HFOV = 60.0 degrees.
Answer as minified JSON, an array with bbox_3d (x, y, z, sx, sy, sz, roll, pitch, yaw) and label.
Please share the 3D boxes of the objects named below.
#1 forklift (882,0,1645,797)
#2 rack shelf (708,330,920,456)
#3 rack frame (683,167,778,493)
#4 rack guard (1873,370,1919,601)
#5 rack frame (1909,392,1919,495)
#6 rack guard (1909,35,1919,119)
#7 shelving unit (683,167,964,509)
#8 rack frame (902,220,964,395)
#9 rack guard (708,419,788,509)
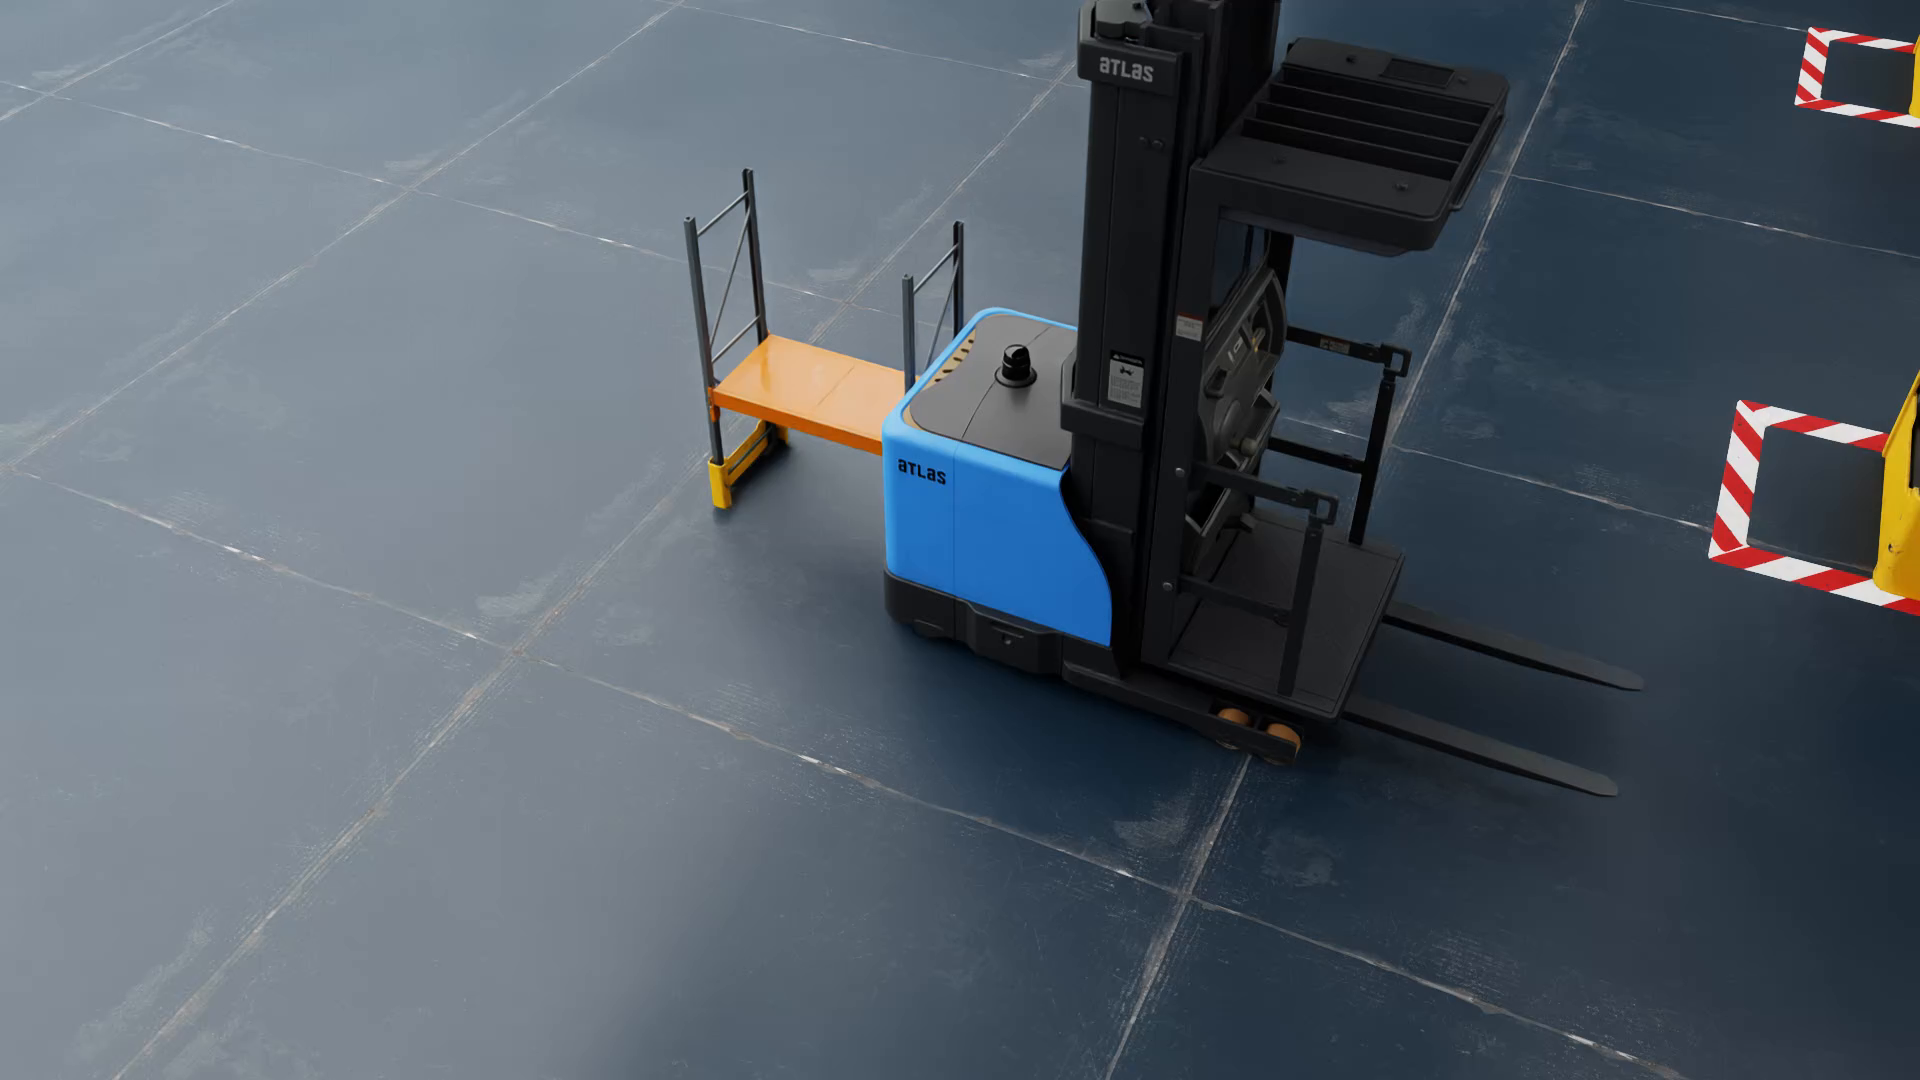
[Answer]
[{"bbox_3d":[1.230,-0.614,6.104,3.031,2.935,1.130,18,44,19],"label":"forklift"},{"bbox_3d":[-0.563,-0.616,7.475,1.000,0.185,0.538,18,44,19],"label":"rack shelf"},{"bbox_3d":[-1.020,-0.898,7.525,0.032,1.500,0.500,18,44,19],"label":"rack frame"},{"bbox_3d":[4.456,-0.273,7.567,0.348,0.500,1.175,17,44,19],"label":"rack guard"},{"bbox_3d":[4.387,-1.238,6.773,0.127,3.000,1.000,17,44,19],"label":"rack frame"},{"bbox_3d":[6.570,-3.241,10.991,0.348,0.500,1.175,17,44,19],"label":"rack guard"},{"bbox_3d":[-0.555,-0.750,7.354,1.083,1.500,0.587,18,44,19],"label":"shelving unit"},{"bbox_3d":[-0.106,-0.606,7.188,0.032,1.500,0.500,18,44,19],"label":"rack frame"},{"bbox_3d":[-1.003,-0.420,7.928,0.087,0.250,0.587,18,44,19],"label":"rack guard"}]
